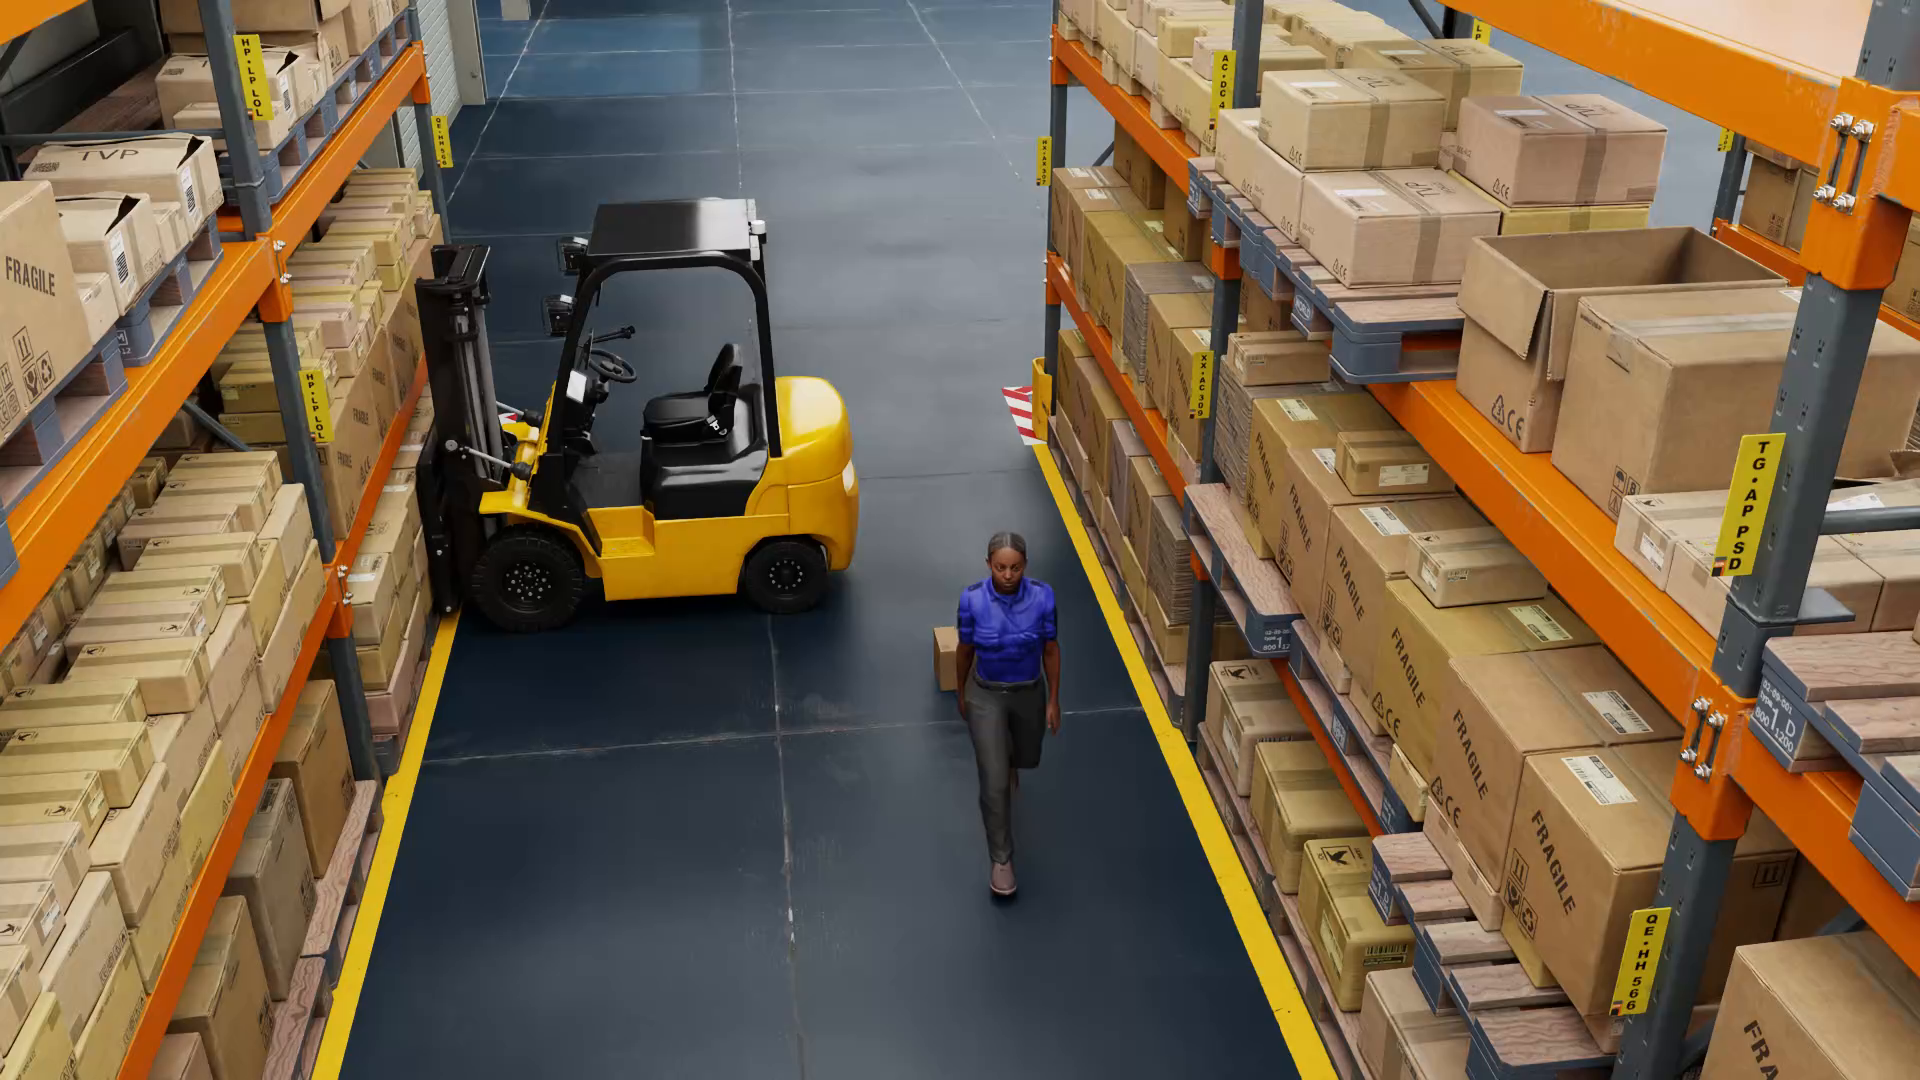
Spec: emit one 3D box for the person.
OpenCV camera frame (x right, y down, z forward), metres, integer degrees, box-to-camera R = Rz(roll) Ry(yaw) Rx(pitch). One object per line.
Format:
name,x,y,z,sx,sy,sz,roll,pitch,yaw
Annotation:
person,0.205,0.656,7.349,0.449,1.613,0.932,-4,28,-7
